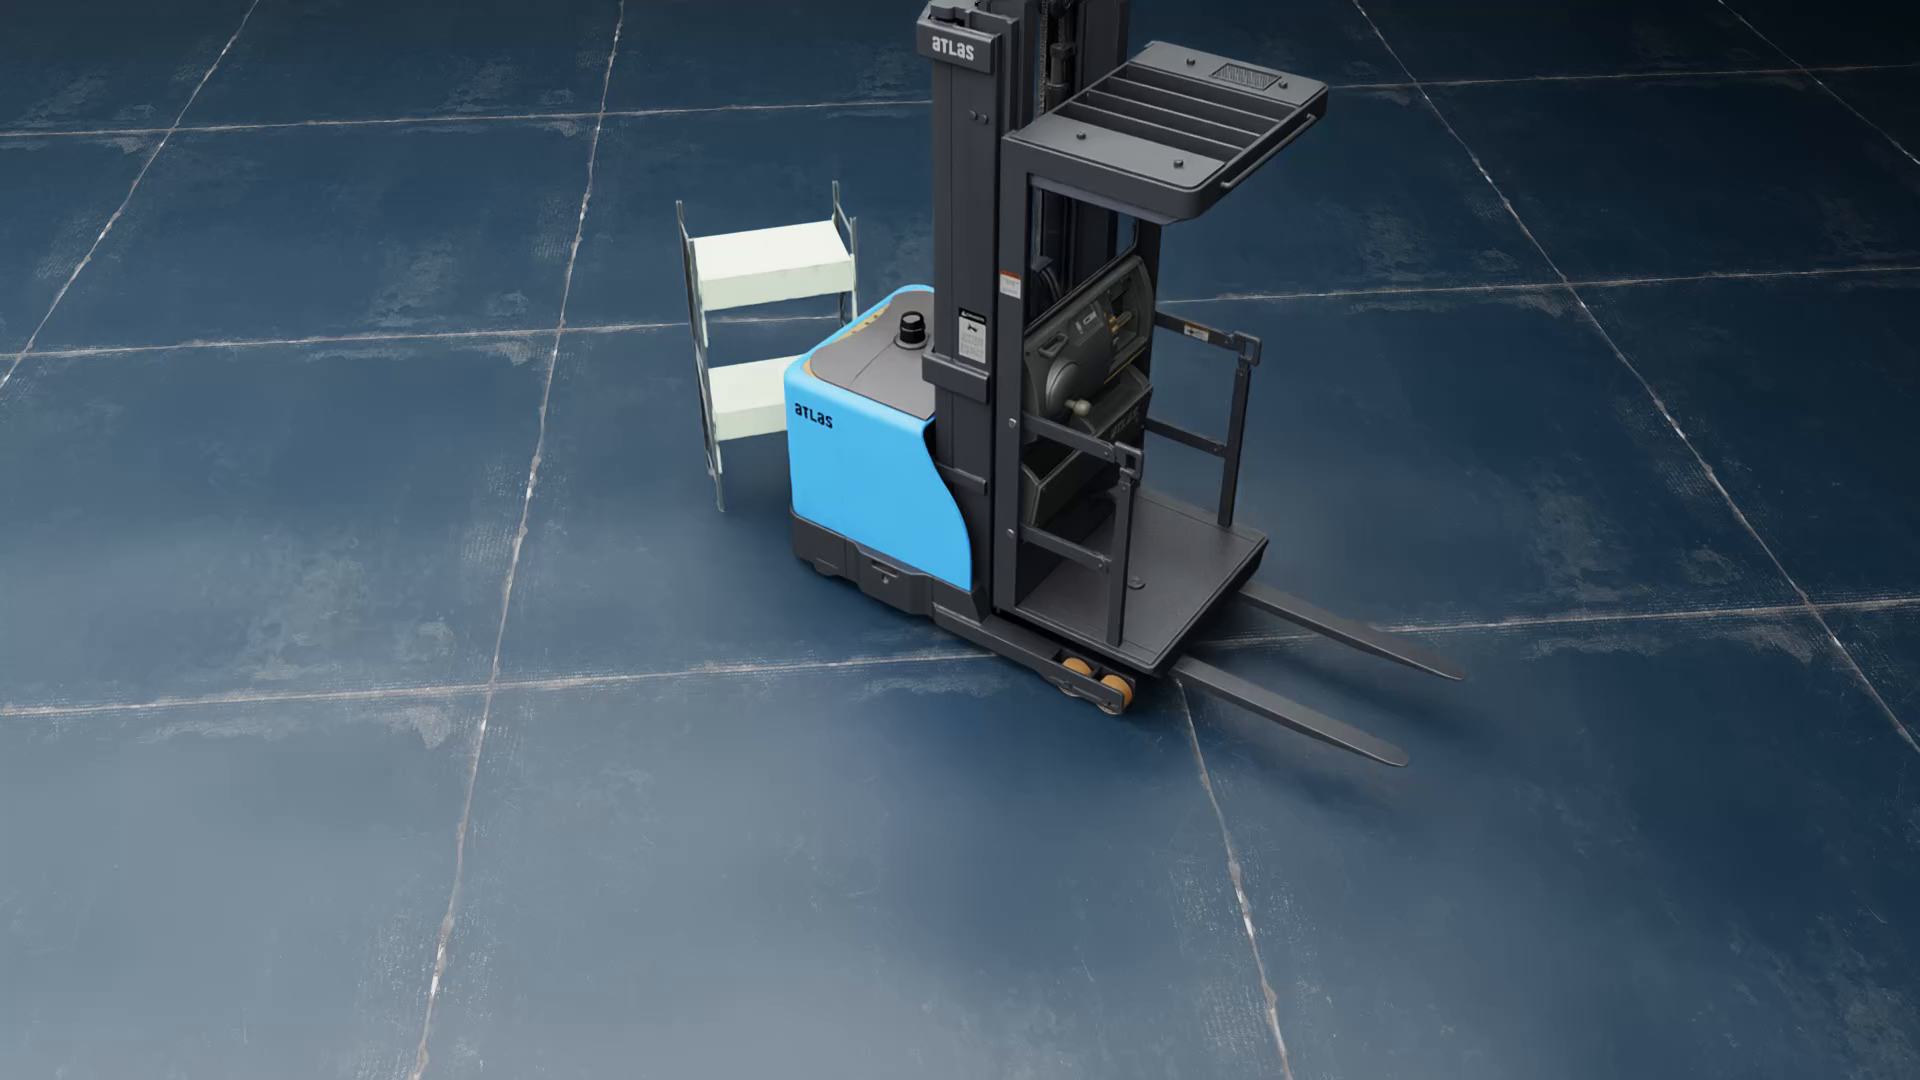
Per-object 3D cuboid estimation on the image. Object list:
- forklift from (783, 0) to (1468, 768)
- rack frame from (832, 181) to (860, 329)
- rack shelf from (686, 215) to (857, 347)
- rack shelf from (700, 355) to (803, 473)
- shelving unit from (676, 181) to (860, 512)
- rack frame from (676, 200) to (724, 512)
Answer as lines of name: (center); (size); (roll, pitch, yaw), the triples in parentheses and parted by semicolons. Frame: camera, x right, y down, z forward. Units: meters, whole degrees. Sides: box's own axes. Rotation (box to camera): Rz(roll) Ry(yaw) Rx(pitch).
forklift: (0.707, -0.781, 6.695); (3.031, 2.935, 1.130); (23, 44, 27)
rack frame: (-0.532, -0.971, 8.092); (0.023, 1.500, 0.400); (-10, 39, -12)
rack shelf: (-0.884, -1.216, 7.772); (0.720, 0.370, 0.431); (-10, 39, -12)
rack shelf: (-0.884, -0.653, 8.216); (0.720, 0.370, 0.431); (-10, 39, -12)
shelving unit: (-0.884, -0.909, 8.014); (0.755, 1.500, 0.431); (-10, 39, -12)
rack frame: (-1.236, -0.847, 7.935); (0.023, 1.500, 0.400); (-10, 39, -12)
